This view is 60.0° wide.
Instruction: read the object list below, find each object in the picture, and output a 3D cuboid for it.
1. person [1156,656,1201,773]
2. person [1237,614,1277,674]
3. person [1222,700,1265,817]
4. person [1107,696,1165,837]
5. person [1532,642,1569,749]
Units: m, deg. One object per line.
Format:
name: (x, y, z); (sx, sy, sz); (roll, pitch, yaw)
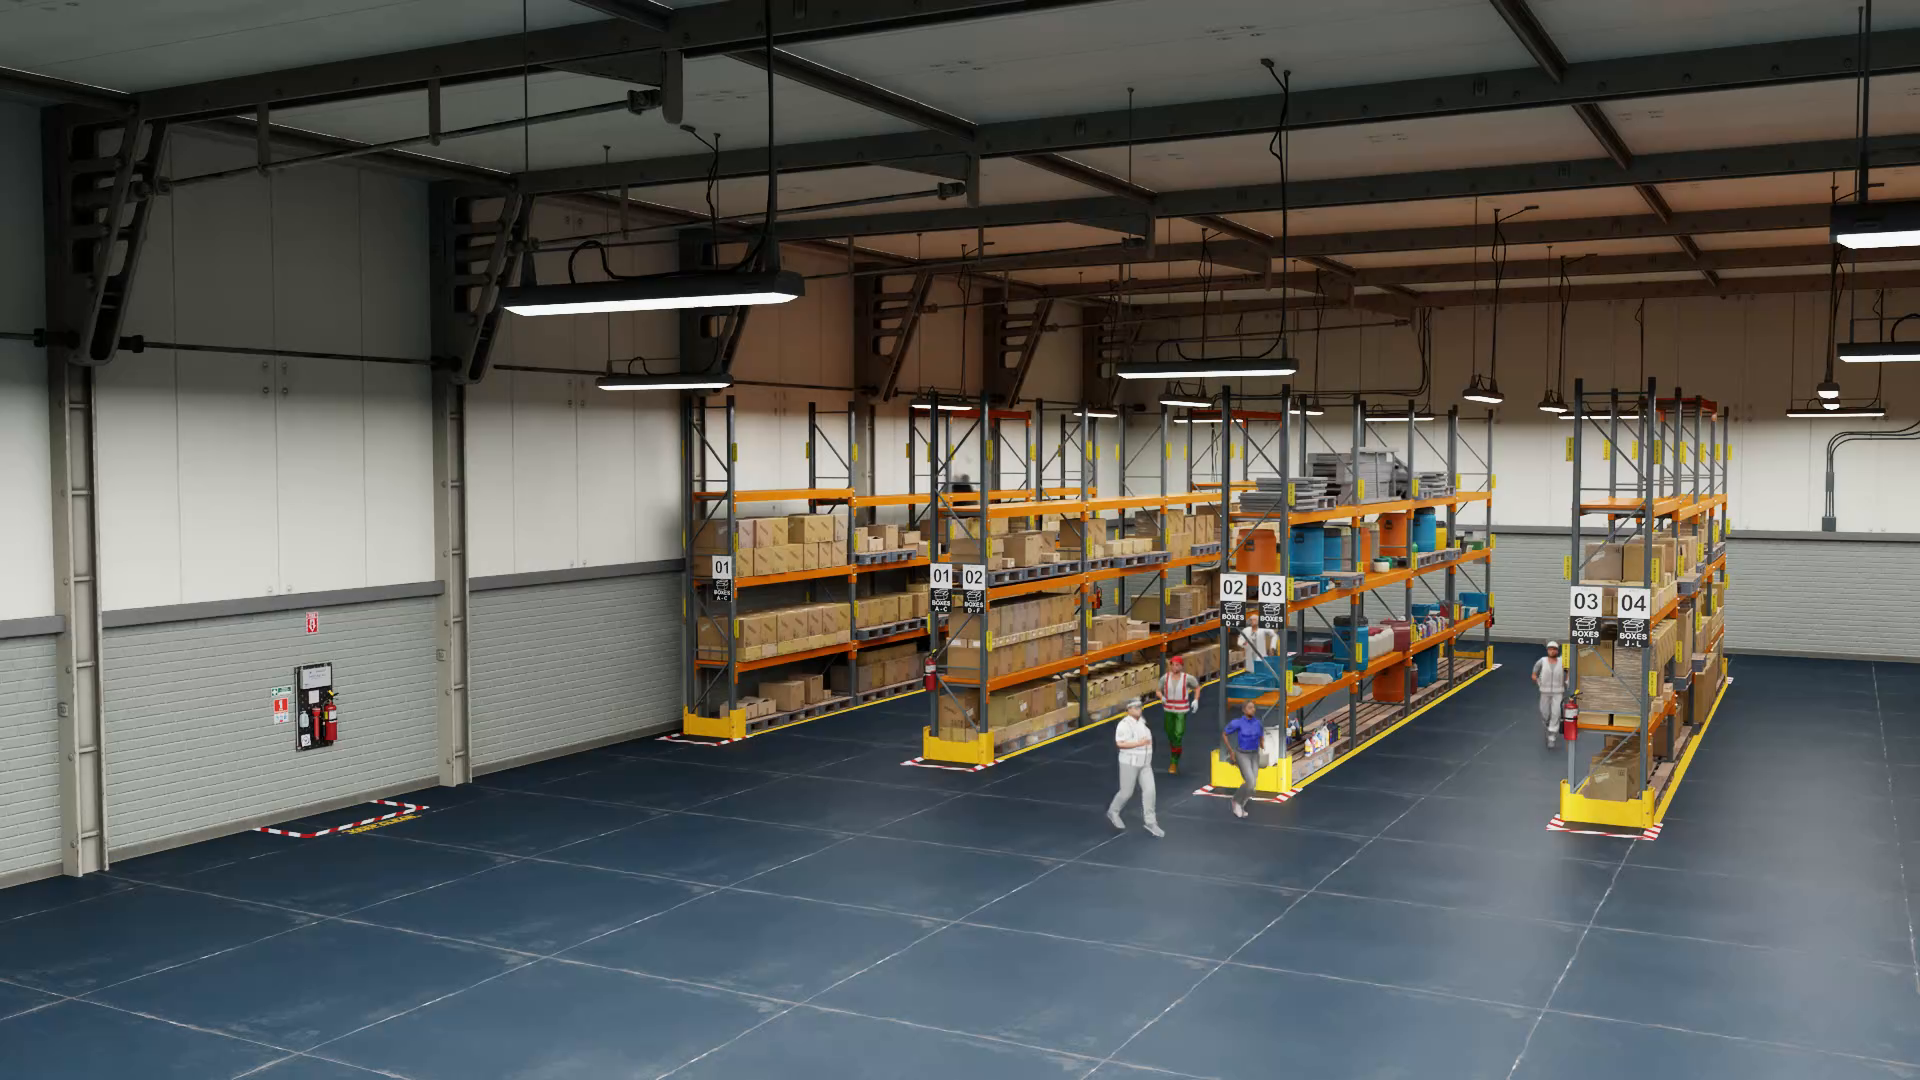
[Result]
person: (3.419, 2.714, 26.219); (0.689, 1.797, 0.897); (1, 3, 22)
person: (5.893, 2.383, 32.970); (0.731, 1.834, 0.986); (2, 3, 28)
person: (3.933, 2.987, 22.651); (0.552, 1.617, 0.611); (-2, 3, -28)
person: (2.290, 2.929, 21.797); (0.635, 1.770, 0.892); (-2, 4, -38)
person: (10.088, 2.615, 28.334); (0.656, 1.778, 0.940); (1, 3, 20)
